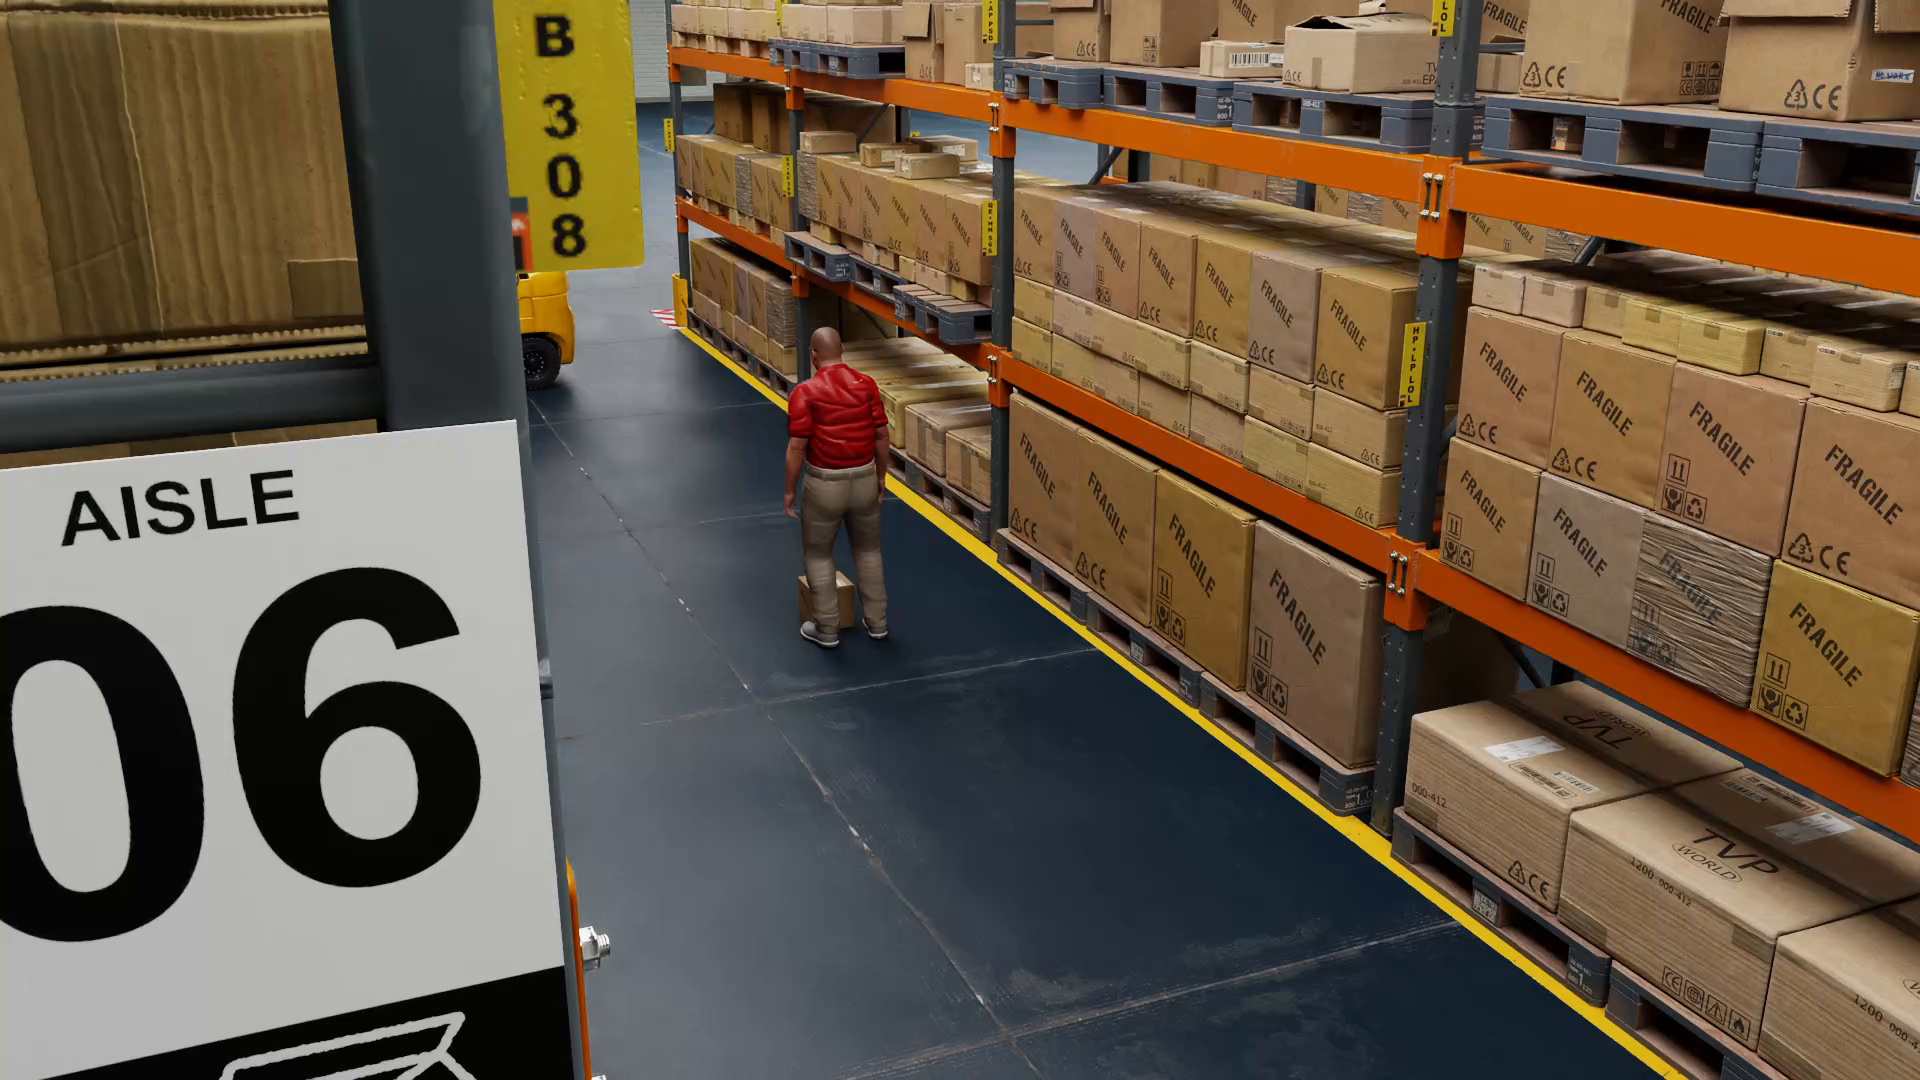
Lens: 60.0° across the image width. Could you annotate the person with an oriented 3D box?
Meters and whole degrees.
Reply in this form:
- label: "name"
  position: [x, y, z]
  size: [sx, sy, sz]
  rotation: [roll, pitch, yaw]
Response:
- label: "person"
  position: [-0.651, -0.279, 8.906]
  size: [0.605, 1.728, 0.385]
  rotation: [-9, 21, -25]
